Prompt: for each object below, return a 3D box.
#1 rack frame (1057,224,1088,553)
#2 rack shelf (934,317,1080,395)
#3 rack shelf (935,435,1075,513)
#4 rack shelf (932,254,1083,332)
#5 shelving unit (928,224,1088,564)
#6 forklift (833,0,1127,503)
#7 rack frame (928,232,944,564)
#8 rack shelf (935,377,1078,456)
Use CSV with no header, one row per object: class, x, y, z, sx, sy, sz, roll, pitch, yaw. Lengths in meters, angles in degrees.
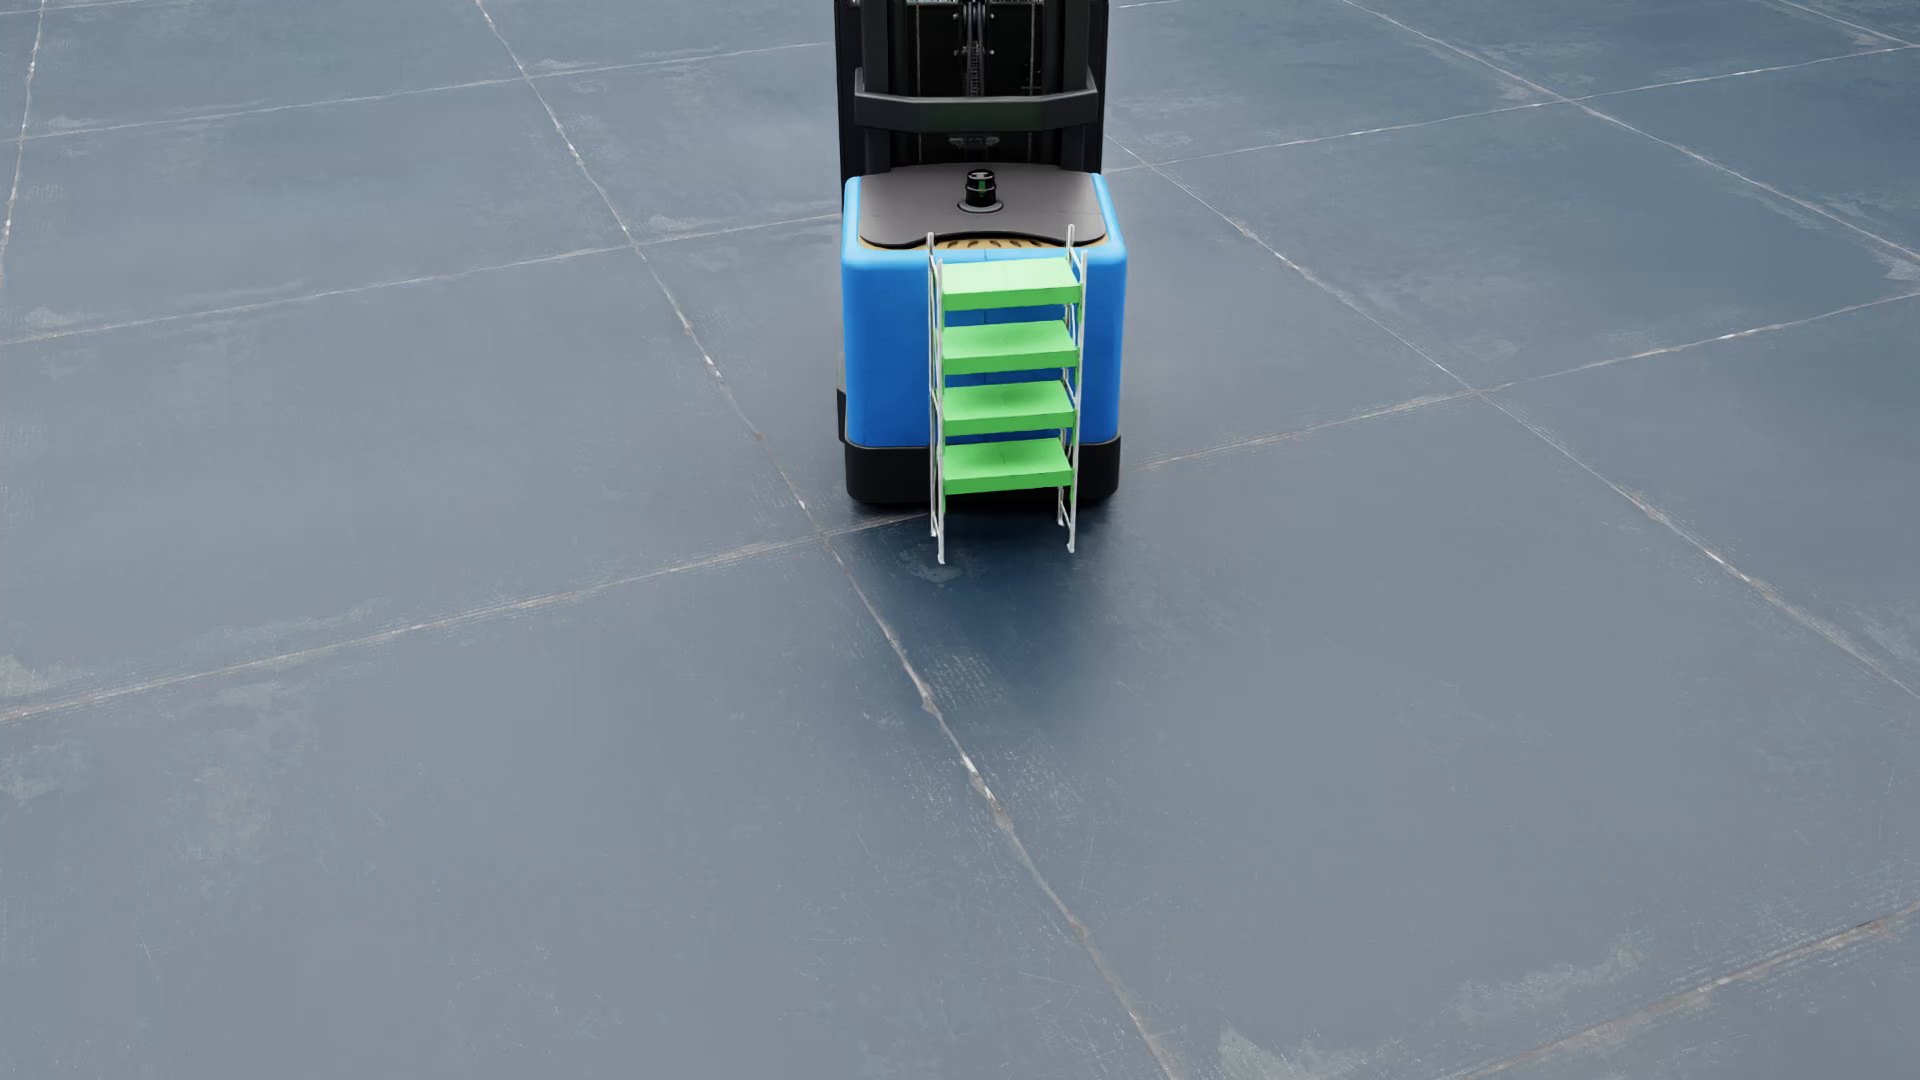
rack frame,0.399,-0.518,5.946,0.015,1.200,0.240,-5,33,-7
rack shelf,0.157,-0.646,5.820,0.480,0.148,0.258,-5,33,-7
rack shelf,0.157,-0.244,6.082,0.480,0.148,0.258,-5,33,-7
rack shelf,0.157,-0.847,5.689,0.480,0.148,0.258,-5,33,-7
shelving unit,0.157,-0.499,5.916,0.503,1.200,0.258,-5,33,-7
forklift,0.035,-2.141,6.853,1.130,2.935,3.031,-1,33,-2
rack frame,-0.084,-0.479,5.886,0.015,1.200,0.240,-5,33,-7
rack shelf,0.157,-0.445,5.951,0.480,0.148,0.258,-5,33,-7
